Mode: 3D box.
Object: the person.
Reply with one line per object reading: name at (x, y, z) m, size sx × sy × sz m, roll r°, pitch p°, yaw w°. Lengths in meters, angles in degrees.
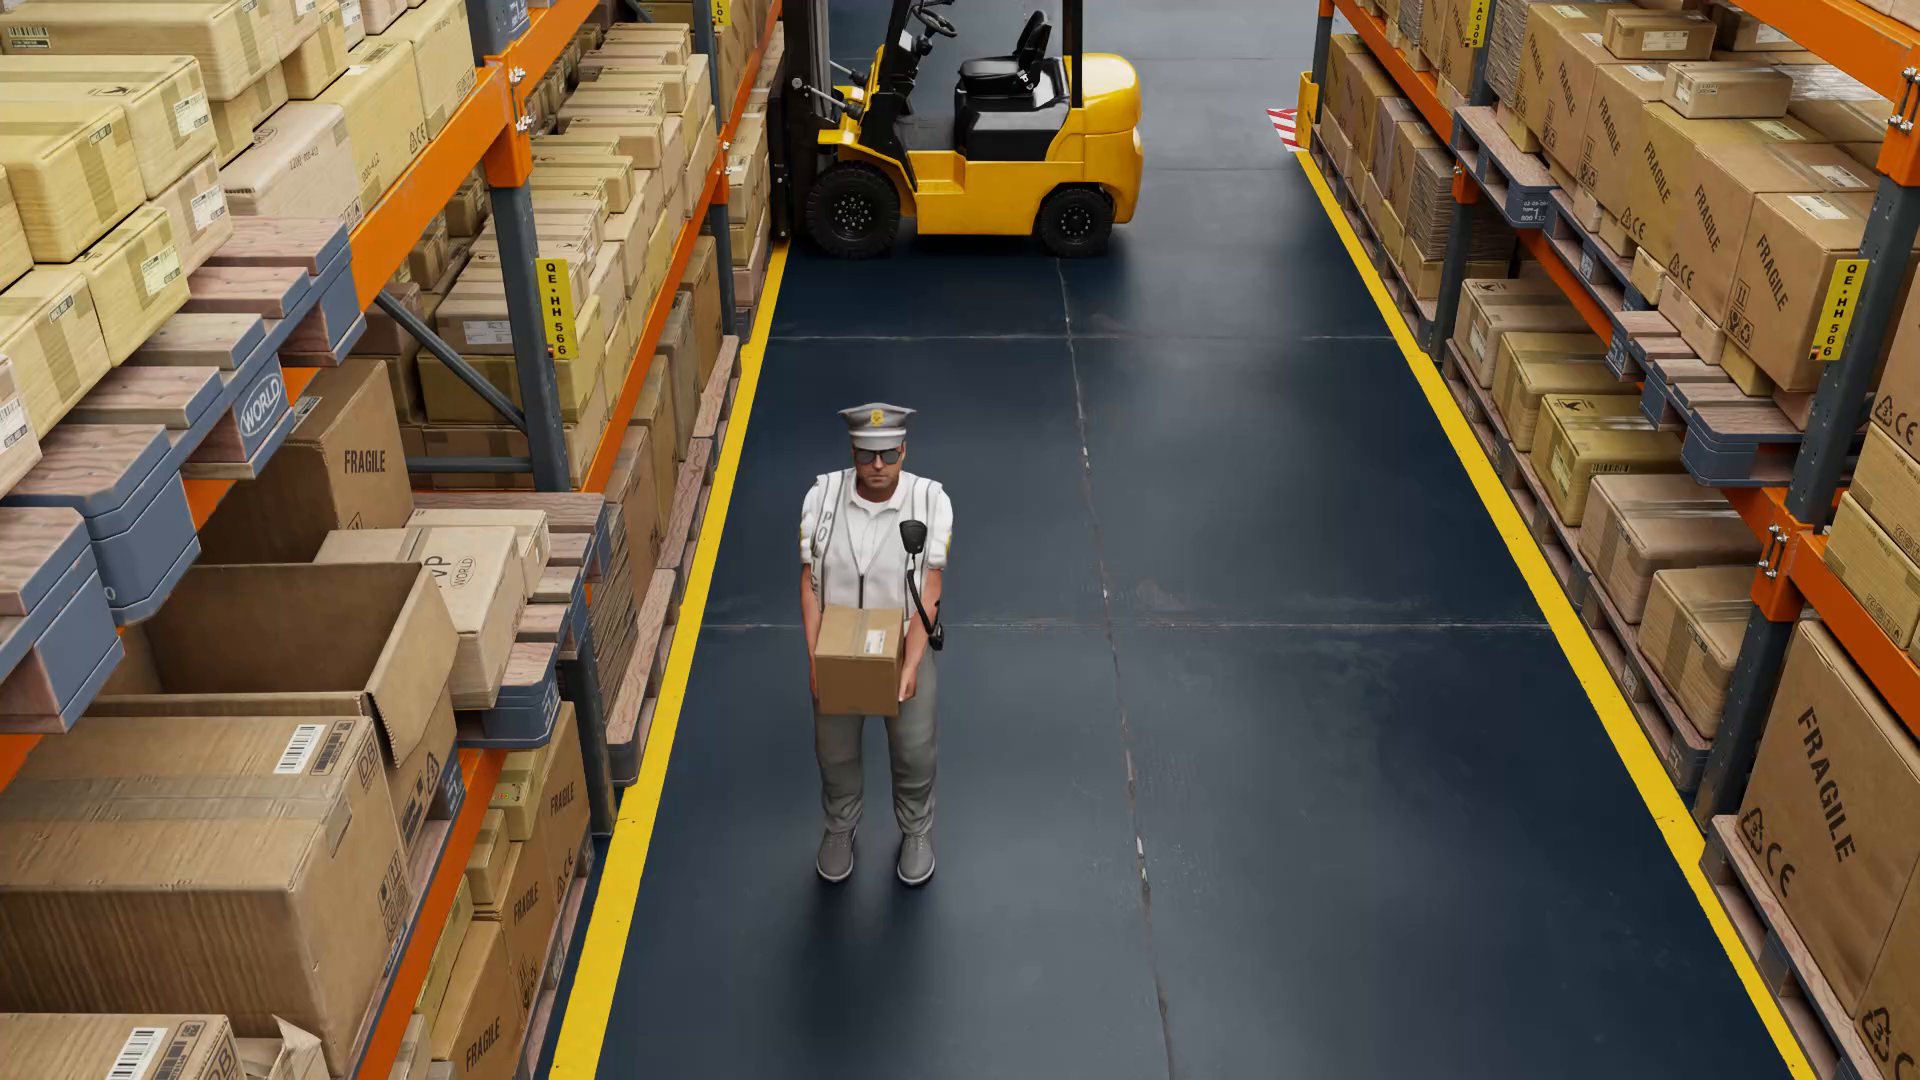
person at (-0.291, 0.351, 5.534) m, size 0.419 × 1.767 × 0.422 m, roll 2°, pitch 31°, yaw 4°
